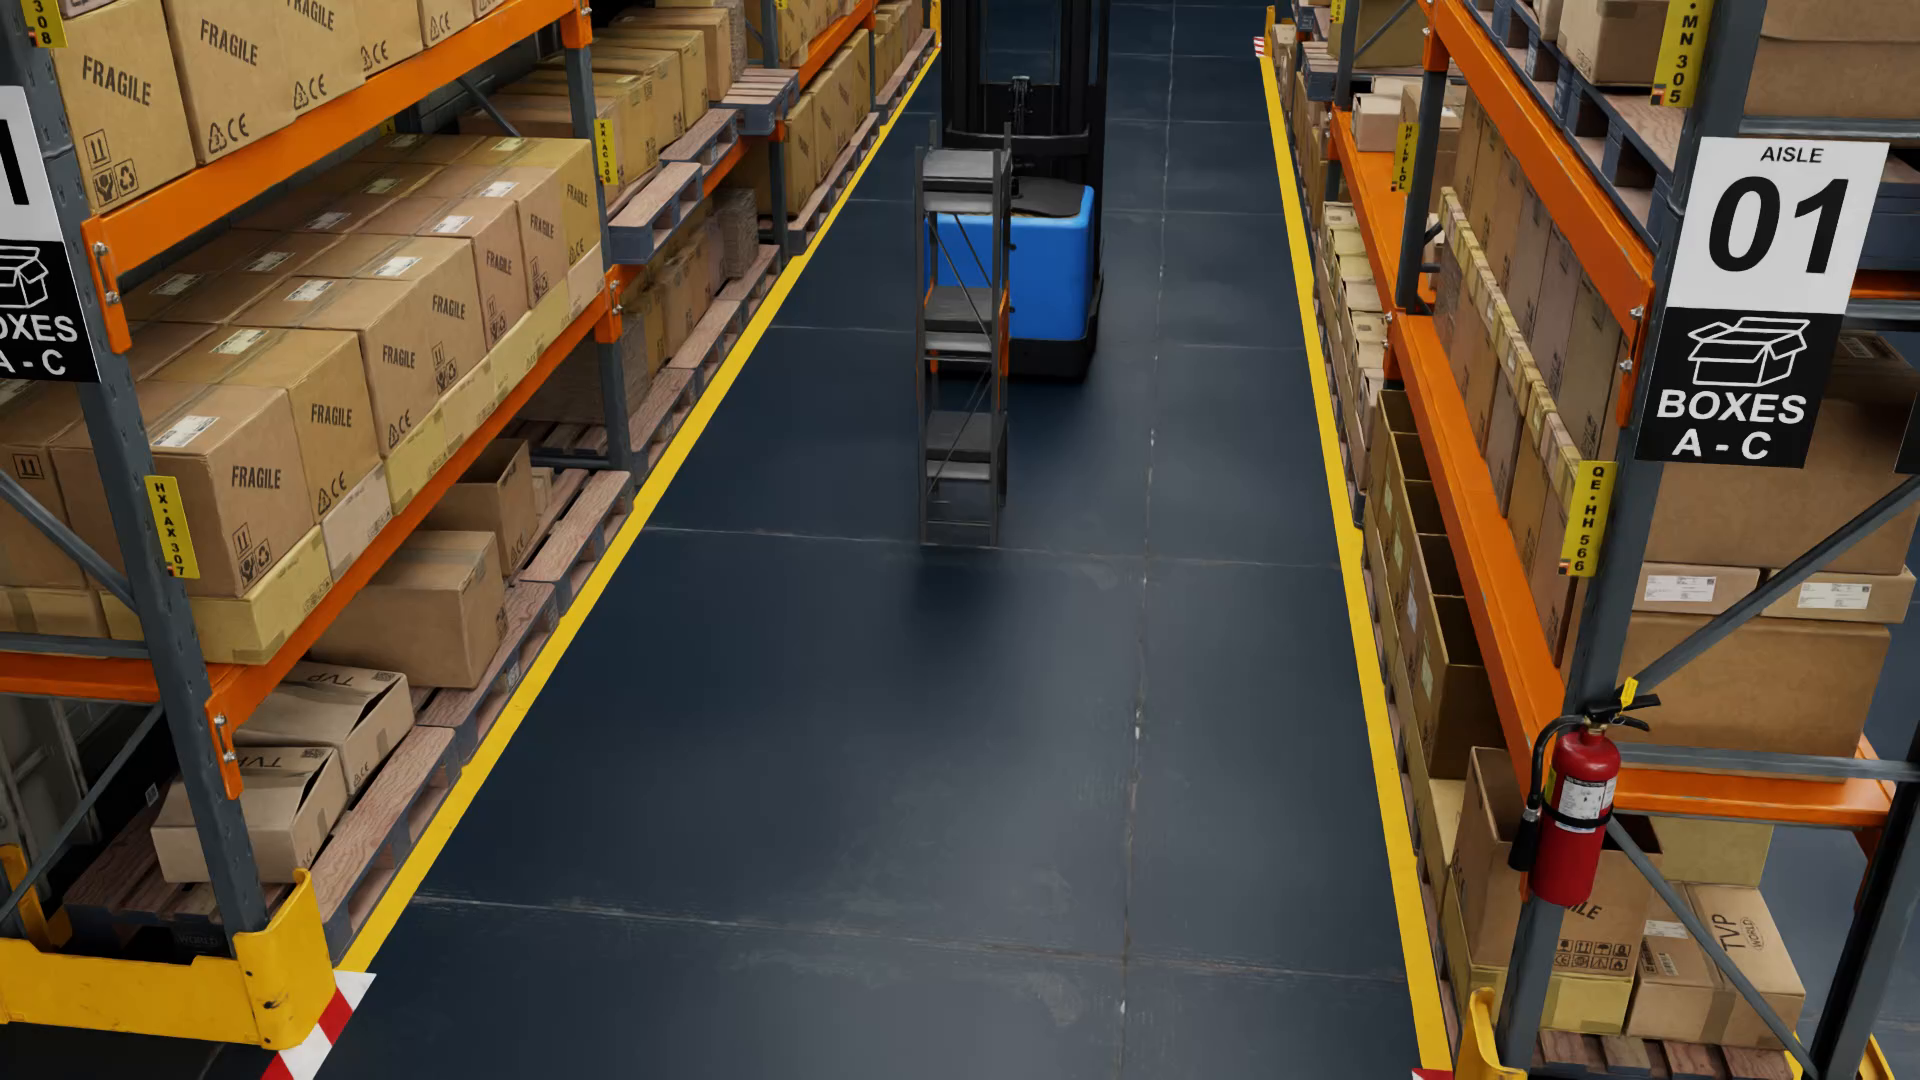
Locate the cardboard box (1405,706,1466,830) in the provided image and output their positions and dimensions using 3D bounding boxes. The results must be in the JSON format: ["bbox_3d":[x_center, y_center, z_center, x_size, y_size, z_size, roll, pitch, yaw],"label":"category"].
[{"bbox_3d":[2.011,0.885,6.401,0.500,0.250,0.500,3,28,6],"label":"cardboard box"}]

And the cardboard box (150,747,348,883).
[{"bbox_3d":[-2.613,0.984,6.132,0.500,0.311,0.500,0,28,0],"label":"cardboard box"}]

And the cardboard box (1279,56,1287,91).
[{"bbox_3d":[3.480,-4.696,16.675,0.500,0.311,0.500,3,28,6],"label":"cardboard box"}]

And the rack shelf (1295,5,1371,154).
[{"bbox_3d":[3.355,-3.790,13.381,1.077,0.370,4.000,3,28,6],"label":"rack shelf"}]

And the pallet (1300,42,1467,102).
[{"bbox_3d":[3.123,-3.404,12.108,1.213,0.211,1.003,3,28,6],"label":"pallet"}]

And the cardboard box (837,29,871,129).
[{"bbox_3d":[-1.267,-4.259,15.317,0.750,0.750,0.750,4,29,7],"label":"cardboard box"}]

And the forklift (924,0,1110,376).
[{"bbox_3d":[0.453,-3.000,11.228,1.130,2.935,3.031,3,29,6],"label":"forklift"}]

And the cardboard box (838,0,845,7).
[{"bbox_3d":[-1.246,-4.809,14.074,0.500,0.500,0.500,3,29,6],"label":"cardboard box"}]

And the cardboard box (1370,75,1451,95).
[{"bbox_3d":[3.022,-2.957,11.171,0.500,0.311,0.500,5,29,9],"label":"cardboard box"}]

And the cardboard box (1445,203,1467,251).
[{"bbox_3d":[2.364,-1.379,7.357,0.380,0.149,0.250,4,29,7],"label":"cardboard box"}]

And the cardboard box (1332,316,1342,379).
[{"bbox_3d":[2.573,-1.187,10.247,0.500,0.250,0.500,4,29,7],"label":"cardboard box"}]

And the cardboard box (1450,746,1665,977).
[{"bbox_3d":[1.900,1.026,5.348,0.500,0.500,0.500,3,28,6],"label":"cardboard box"}]

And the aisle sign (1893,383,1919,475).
[{"bbox_3d":[2.426,-0.495,3.766,0.394,0.787,0.004,3,28,6],"label":"aisle sign"}]

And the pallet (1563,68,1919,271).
[{"bbox_3d":[2.242,-1.012,4.397,1.003,0.211,1.213,3,28,6],"label":"pallet"}]

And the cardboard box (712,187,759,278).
[{"bbox_3d":[-1.843,-2.203,11.848,0.700,0.500,0.500,4,29,7],"label":"cardboard box"}]

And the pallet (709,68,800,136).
[{"bbox_3d":[-1.788,-3.025,11.405,1.213,0.211,1.003,3,28,6],"label":"pallet"}]

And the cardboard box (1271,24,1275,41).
[{"bbox_3d":[3.698,-5.692,18.696,0.380,0.149,0.250,3,28,6],"label":"cardboard box"}]

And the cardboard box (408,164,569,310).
[{"bbox_3d":[-2.103,-1.366,7.469,0.500,0.500,0.500,3,28,6],"label":"cardboard box"}]

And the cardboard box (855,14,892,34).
[{"bbox_3d":[-0.900,-5.201,16.750,0.380,0.149,0.250,4,29,8],"label":"cardboard box"}]

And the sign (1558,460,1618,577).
[{"bbox_3d":[1.593,-0.052,4.213,0.100,0.325,0.005,3,28,6],"label":"sign"}]

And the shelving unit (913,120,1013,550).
[{"bbox_3d":[0.020,-1.002,8.397,0.431,2.100,0.503,3,28,6],"label":"shelving unit"}]

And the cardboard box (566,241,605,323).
[{"bbox_3d":[-2.054,-1.271,8.083,0.500,0.250,0.500,3,29,6],"label":"cardboard box"}]

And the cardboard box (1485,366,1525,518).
[{"bbox_3d":[2.387,-0.391,6.208,0.700,0.500,0.500,4,29,8],"label":"cardboard box"}]

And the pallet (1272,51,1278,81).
[{"bbox_3d":[3.984,-5.292,18.351,1.003,0.211,1.213,3,28,6],"label":"pallet"}]

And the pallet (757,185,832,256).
[{"bbox_3d":[-1.635,-2.590,13.336,1.003,0.211,1.213,3,28,6],"label":"pallet"}]

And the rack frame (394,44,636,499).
[{"bbox_3d":[-2.297,-1.569,8.499,1.000,3.000,0.127,3,28,6],"label":"rack frame"}]

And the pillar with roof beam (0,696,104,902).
[{"bbox_3d":[0.713,-2.456,3.822,9.100,9.000,0.400,3,28,6],"label":"pillar with roof beam"}]

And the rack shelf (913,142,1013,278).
[{"bbox_3d":[0.020,-1.607,8.071,0.431,0.518,0.480,3,28,6],"label":"rack shelf"}]

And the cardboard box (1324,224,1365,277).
[{"bbox_3d":[2.698,-1.909,10.996,0.500,0.311,0.500,3,28,5],"label":"cardboard box"}]

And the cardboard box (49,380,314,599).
[{"bbox_3d":[-2.430,-0.166,5.242,0.500,0.500,0.500,3,28,6],"label":"cardboard box"}]

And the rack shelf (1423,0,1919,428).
[{"bbox_3d":[2.375,-1.345,5.679,1.077,0.370,4.000,3,28,6],"label":"rack shelf"}]

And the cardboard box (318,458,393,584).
[{"bbox_3d":[-2.363,-0.085,5.882,0.500,0.250,0.500,2,28,5],"label":"cardboard box"}]

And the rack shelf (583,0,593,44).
[{"bbox_3d":[-2.052,-3.514,9.705,1.077,0.370,4.000,3,28,6],"label":"rack shelf"}]

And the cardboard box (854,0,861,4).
[{"bbox_3d":[-1.085,-4.937,14.995,0.380,0.149,0.250,4,29,7],"label":"cardboard box"}]

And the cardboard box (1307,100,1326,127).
[{"bbox_3d":[3.115,-3.551,13.560,0.500,0.250,0.500,3,28,5],"label":"cardboard box"}]

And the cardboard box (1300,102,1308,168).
[{"bbox_3d":[3.176,-3.441,14.147,0.500,0.500,0.500,4,29,7],"label":"cardboard box"}]

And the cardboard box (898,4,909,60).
[{"bbox_3d":[-0.935,-5.494,17.978,0.700,0.500,0.500,2,28,5],"label":"cardboard box"}]

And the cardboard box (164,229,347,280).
[{"bbox_3d":[-2.748,-0.910,6.623,0.500,0.500,0.500,4,29,7],"label":"cardboard box"}]

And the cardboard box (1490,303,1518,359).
[{"bbox_3d":[2.208,-0.767,6.222,0.380,0.149,0.250,3,28,6],"label":"cardboard box"}]

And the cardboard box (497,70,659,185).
[{"bbox_3d":[-2.125,-2.306,9.299,0.700,0.500,0.500,6,29,11],"label":"cardboard box"}]

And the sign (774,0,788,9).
[{"bbox_3d":[-1.267,-3.899,11.688,0.100,0.325,0.005,3,28,6],"label":"sign"}]

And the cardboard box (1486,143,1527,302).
[{"bbox_3d":[2.449,-1.215,6.369,0.700,0.500,0.500,3,28,6],"label":"cardboard box"}]

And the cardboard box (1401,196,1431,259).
[{"bbox_3d":[2.545,-1.648,8.788,0.396,0.266,0.258,3,28,5],"label":"cardboard box"}]

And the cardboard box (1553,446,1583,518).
[{"bbox_3d":[2.049,-0.164,5.102,0.380,0.149,0.250,3,28,5],"label":"cardboard box"}]

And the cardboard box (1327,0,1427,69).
[{"bbox_3d":[3.075,-3.697,11.902,0.700,0.500,0.500,-6,29,-11],"label":"cardboard box"}]

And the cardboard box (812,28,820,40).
[{"bbox_3d":[-1.359,-4.214,13.653,0.380,0.149,0.250,4,29,6],"label":"cardboard box"}]

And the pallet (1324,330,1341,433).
[{"bbox_3d":[2.818,-0.980,10.346,1.003,0.211,1.213,3,28,6],"label":"pallet"}]

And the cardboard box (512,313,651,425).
[{"bbox_3d":[-2.223,-1.009,9.632,0.700,0.500,0.500,4,29,8],"label":"cardboard box"}]

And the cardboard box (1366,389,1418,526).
[{"bbox_3d":[2.252,-0.387,7.971,0.500,0.500,0.500,3,28,6],"label":"cardboard box"}]

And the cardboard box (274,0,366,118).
[{"bbox_3d":[-2.337,-1.697,5.449,0.500,0.500,0.500,5,29,9],"label":"cardboard box"}]

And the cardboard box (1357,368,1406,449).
[{"bbox_3d":[2.385,-0.711,8.772,0.500,0.311,0.500,3,28,6],"label":"cardboard box"}]

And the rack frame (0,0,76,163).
[{"bbox_3d":[-2.787,-2.327,3.581,1.000,3.000,0.127,3,28,6],"label":"rack frame"}]
